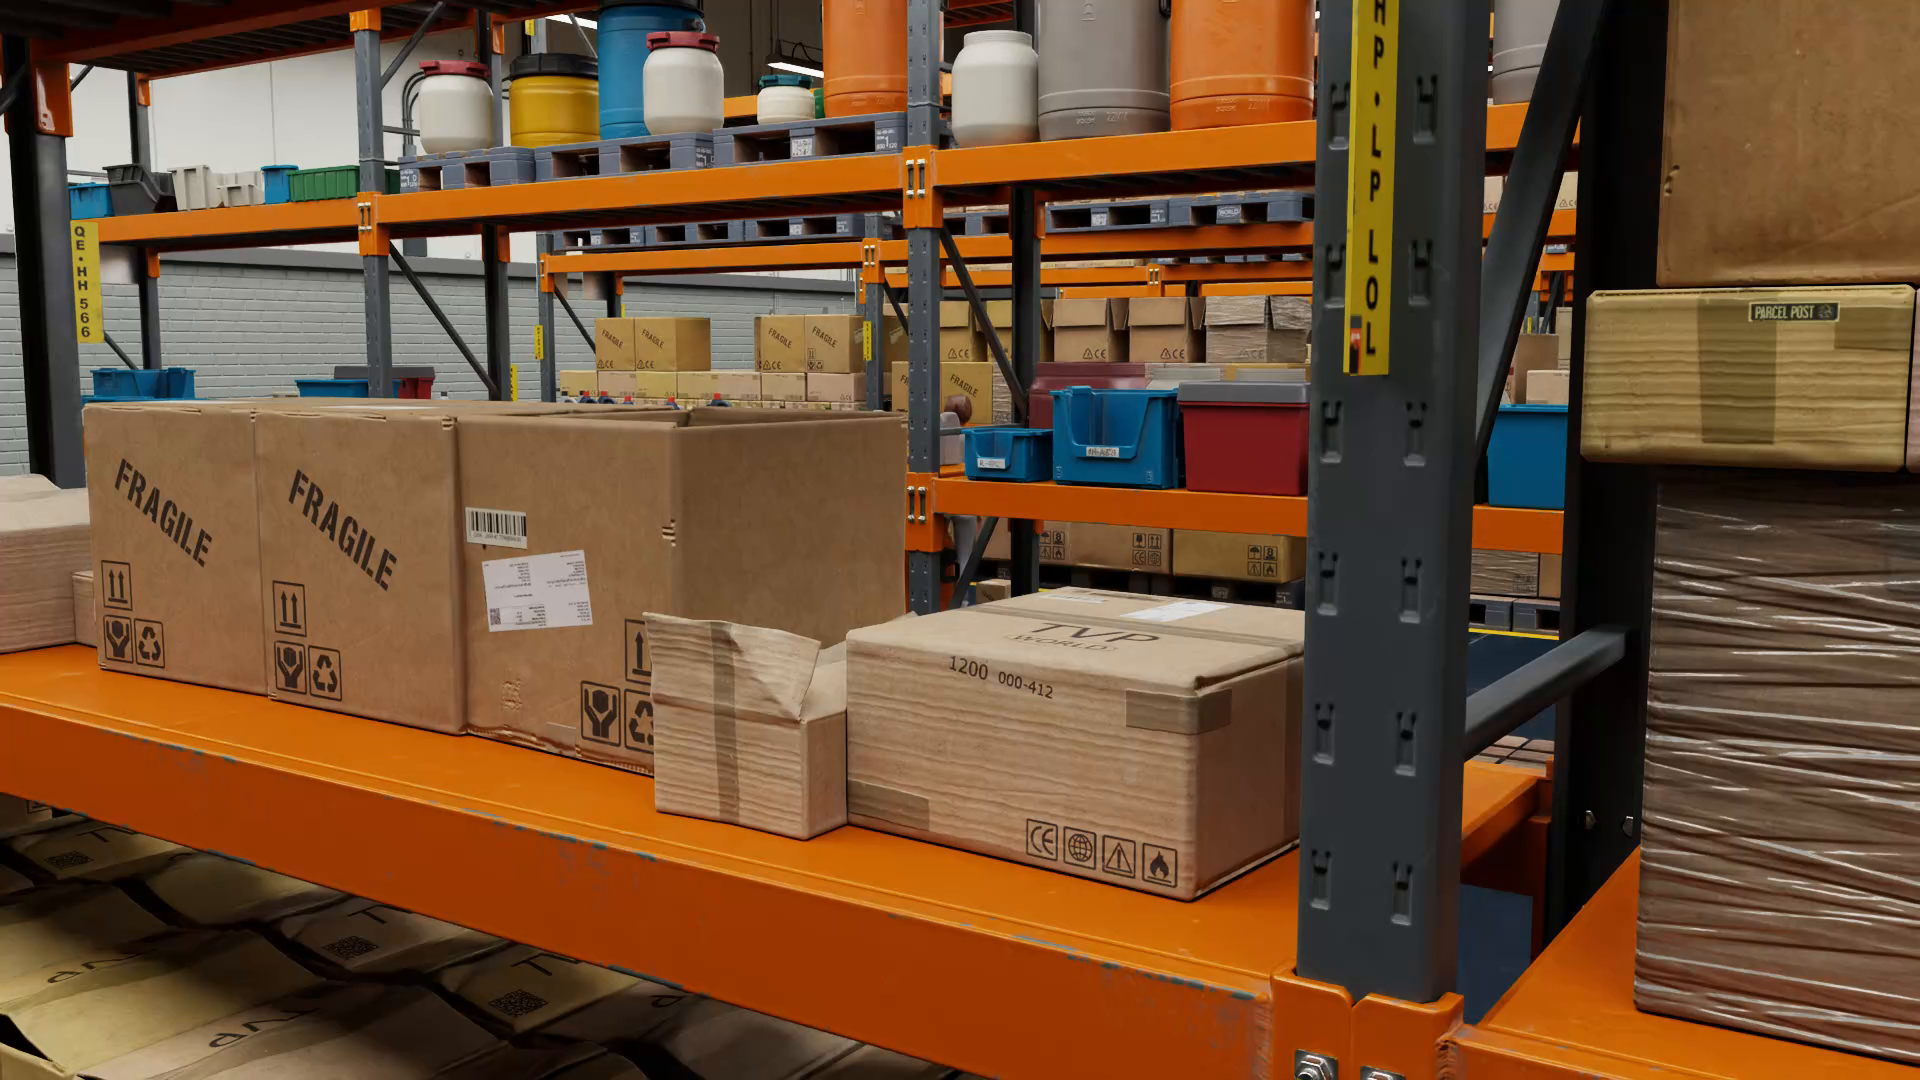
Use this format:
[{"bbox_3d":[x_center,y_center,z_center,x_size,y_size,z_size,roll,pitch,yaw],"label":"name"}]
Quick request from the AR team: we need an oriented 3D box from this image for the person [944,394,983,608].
[{"bbox_3d":[-0.062,-0.195,11.290,0.447,1.570,0.580,0,7,2],"label":"person"}]
